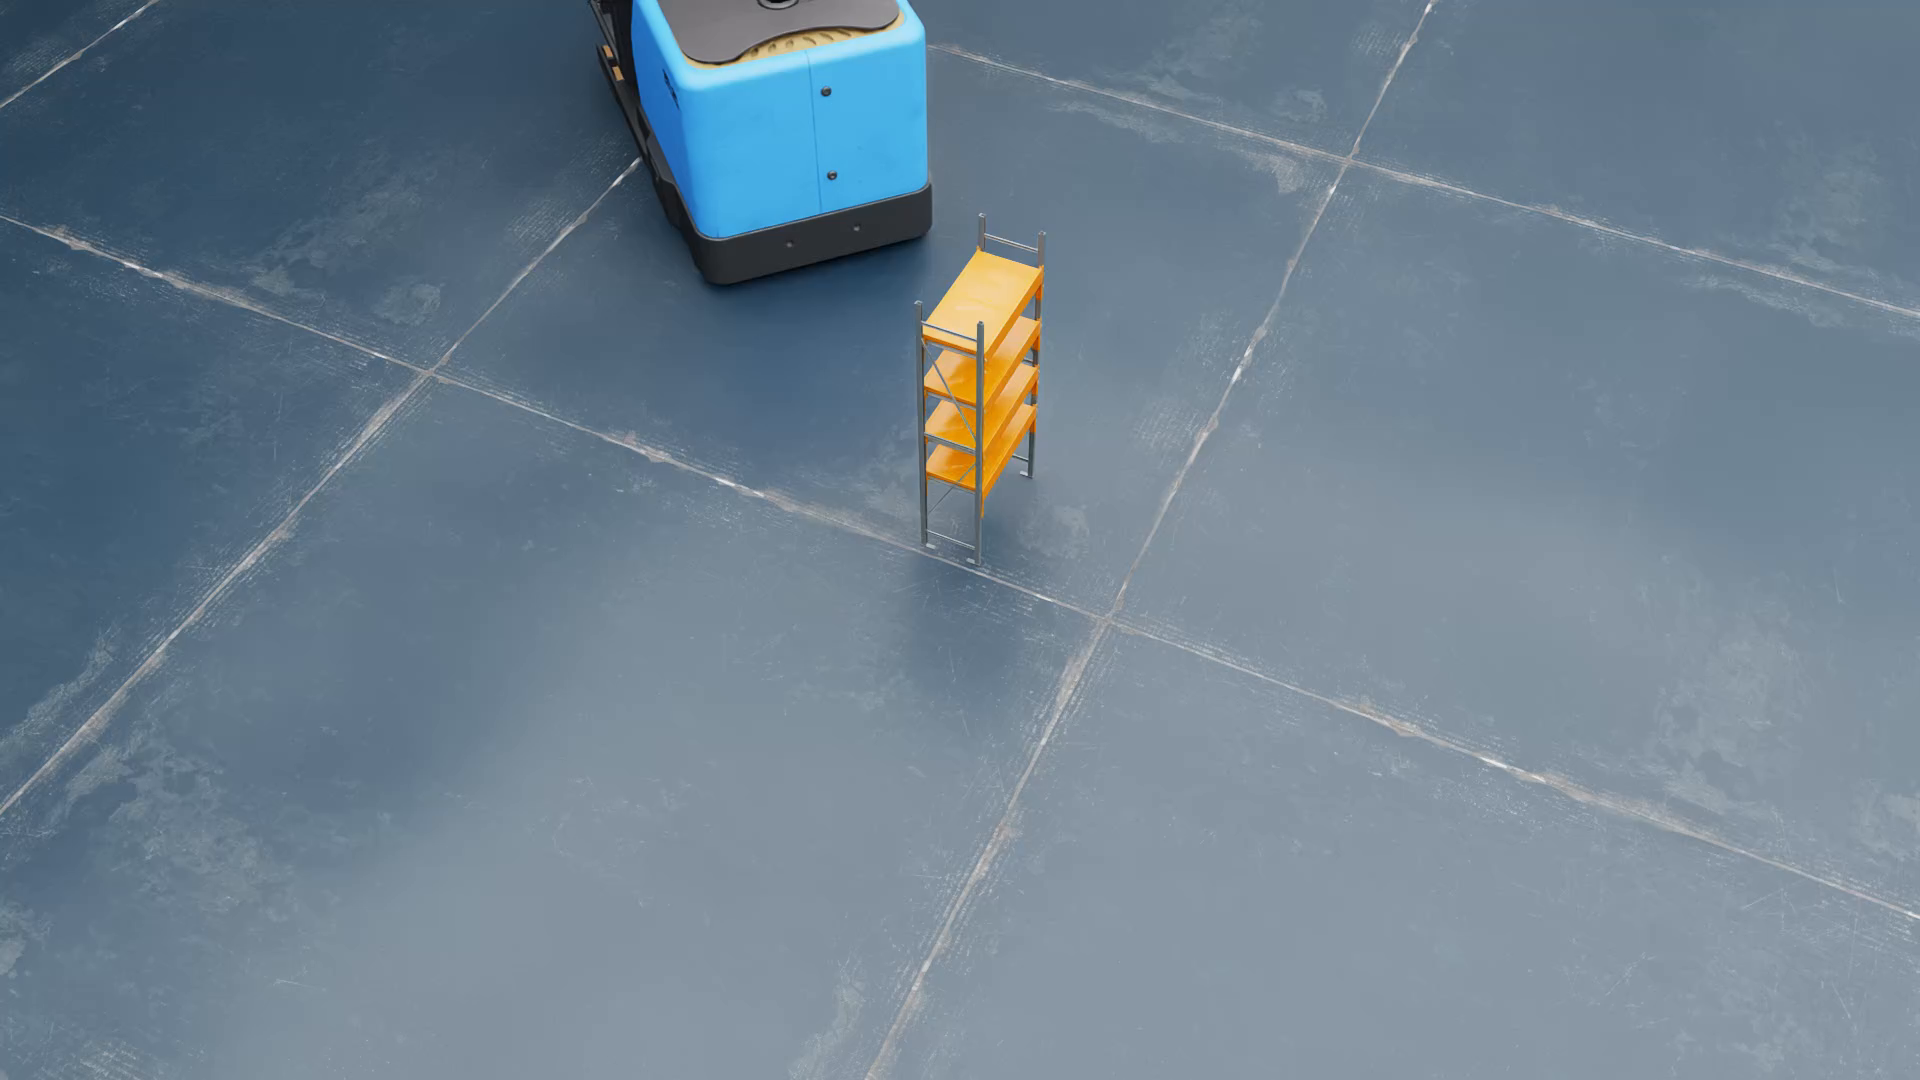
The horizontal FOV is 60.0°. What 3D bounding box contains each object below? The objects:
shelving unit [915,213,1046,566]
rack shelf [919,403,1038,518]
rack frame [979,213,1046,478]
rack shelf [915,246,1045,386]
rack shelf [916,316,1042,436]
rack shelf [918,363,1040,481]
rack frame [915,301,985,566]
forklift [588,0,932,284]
[{"bbox_3d":[0.071,-0.503,5.890,0.258,1.200,0.503,20,52,16],"label":"shelving unit"},{"bbox_3d":[0.071,-0.331,6.092,0.258,0.148,0.480,20,52,16],"label":"rack shelf"},{"bbox_3d":[0.175,-0.671,6.033,0.240,1.200,0.015,20,52,16],"label":"rack frame"},{"bbox_3d":[0.071,-0.757,5.591,0.258,0.148,0.480,20,52,16],"label":"rack shelf"},{"bbox_3d":[0.071,-0.604,5.771,0.258,0.148,0.480,20,52,16],"label":"rack shelf"},{"bbox_3d":[0.071,-0.459,5.941,0.258,0.148,0.480,20,52,16],"label":"rack shelf"},{"bbox_3d":[-0.034,-0.335,5.747,0.240,1.200,0.015,20,52,16],"label":"rack frame"},{"bbox_3d":[-1.132,-3.186,7.037,1.130,2.935,3.031,-17,52,-14],"label":"forklift"}]
